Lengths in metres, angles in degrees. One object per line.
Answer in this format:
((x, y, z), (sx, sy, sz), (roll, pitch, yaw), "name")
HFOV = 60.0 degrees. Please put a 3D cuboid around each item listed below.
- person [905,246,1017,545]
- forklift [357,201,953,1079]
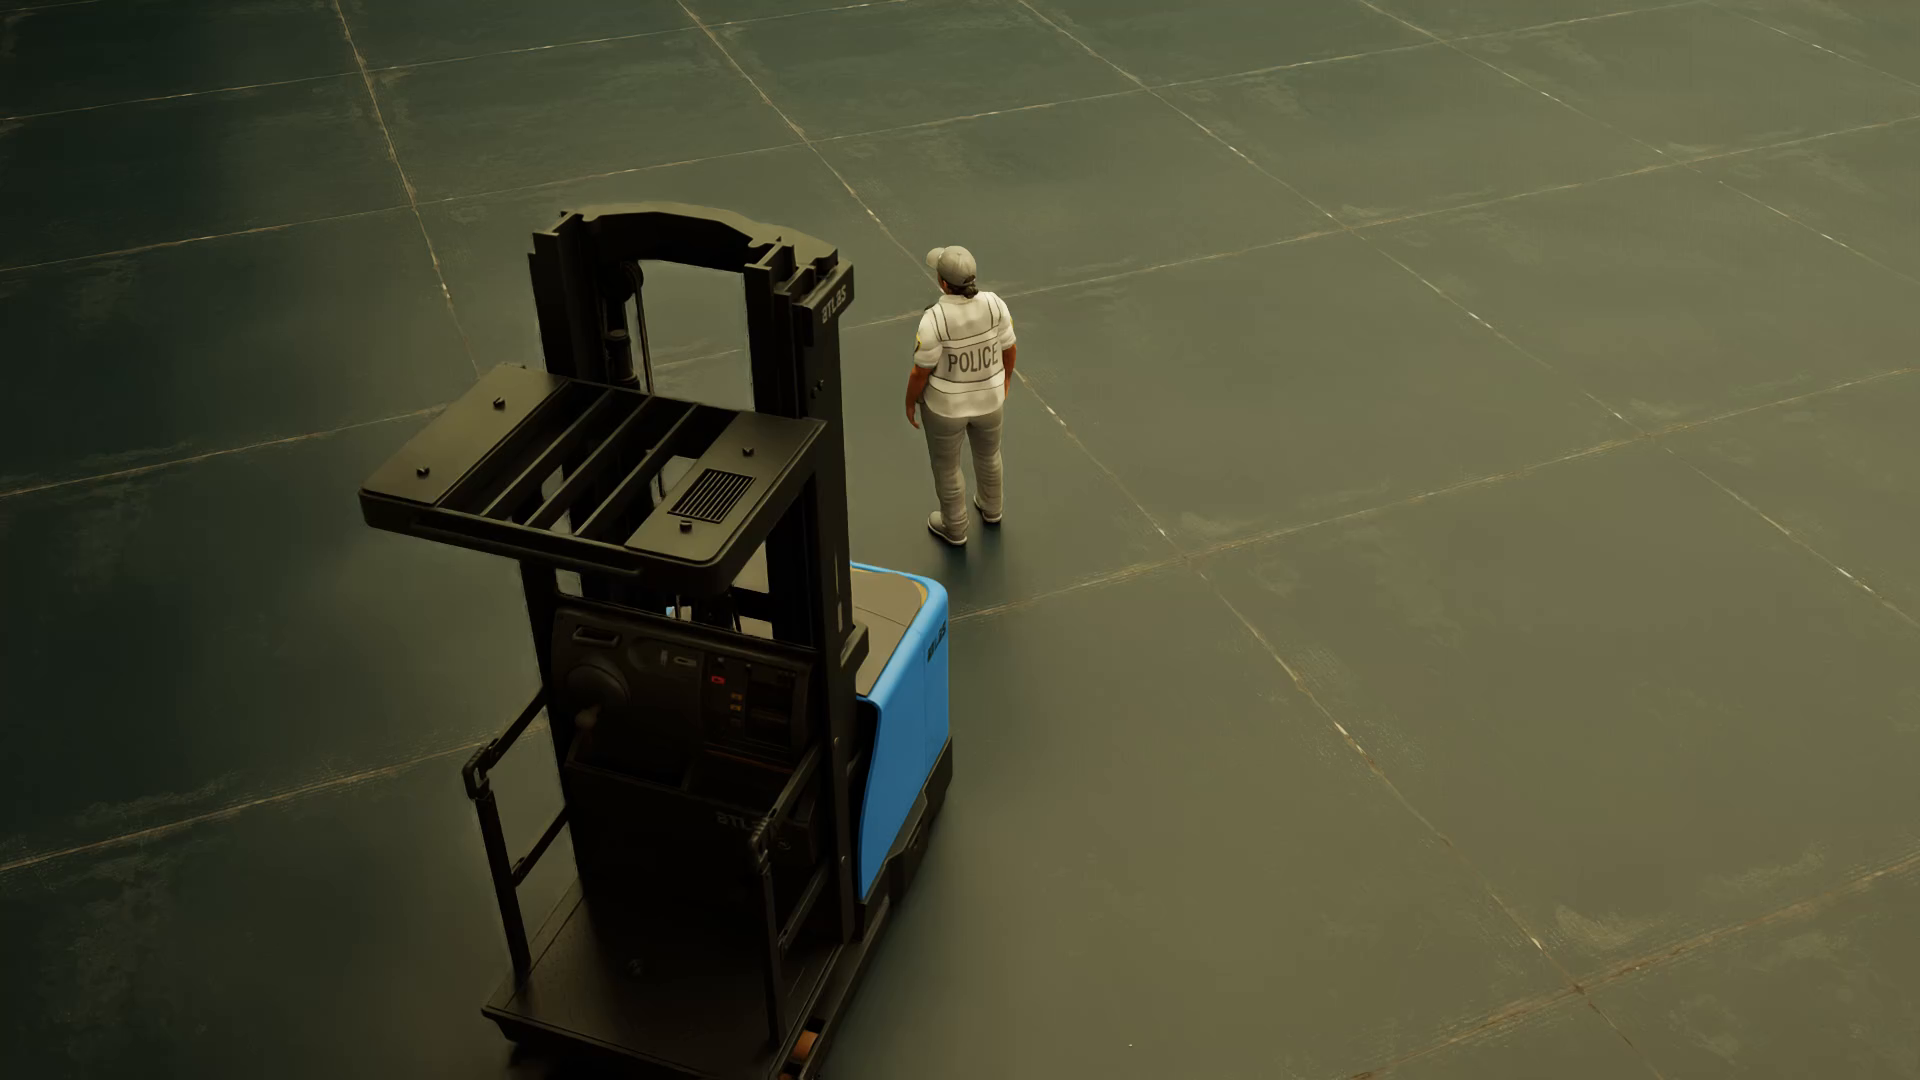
((-0.009, -0.732, 8.205), (0.598, 1.670, 0.529), (-14, 38, -19), "person")
((-0.994, 0.556, 5.316), (1.130, 2.935, 3.031), (11, 37, 15), "forklift")
